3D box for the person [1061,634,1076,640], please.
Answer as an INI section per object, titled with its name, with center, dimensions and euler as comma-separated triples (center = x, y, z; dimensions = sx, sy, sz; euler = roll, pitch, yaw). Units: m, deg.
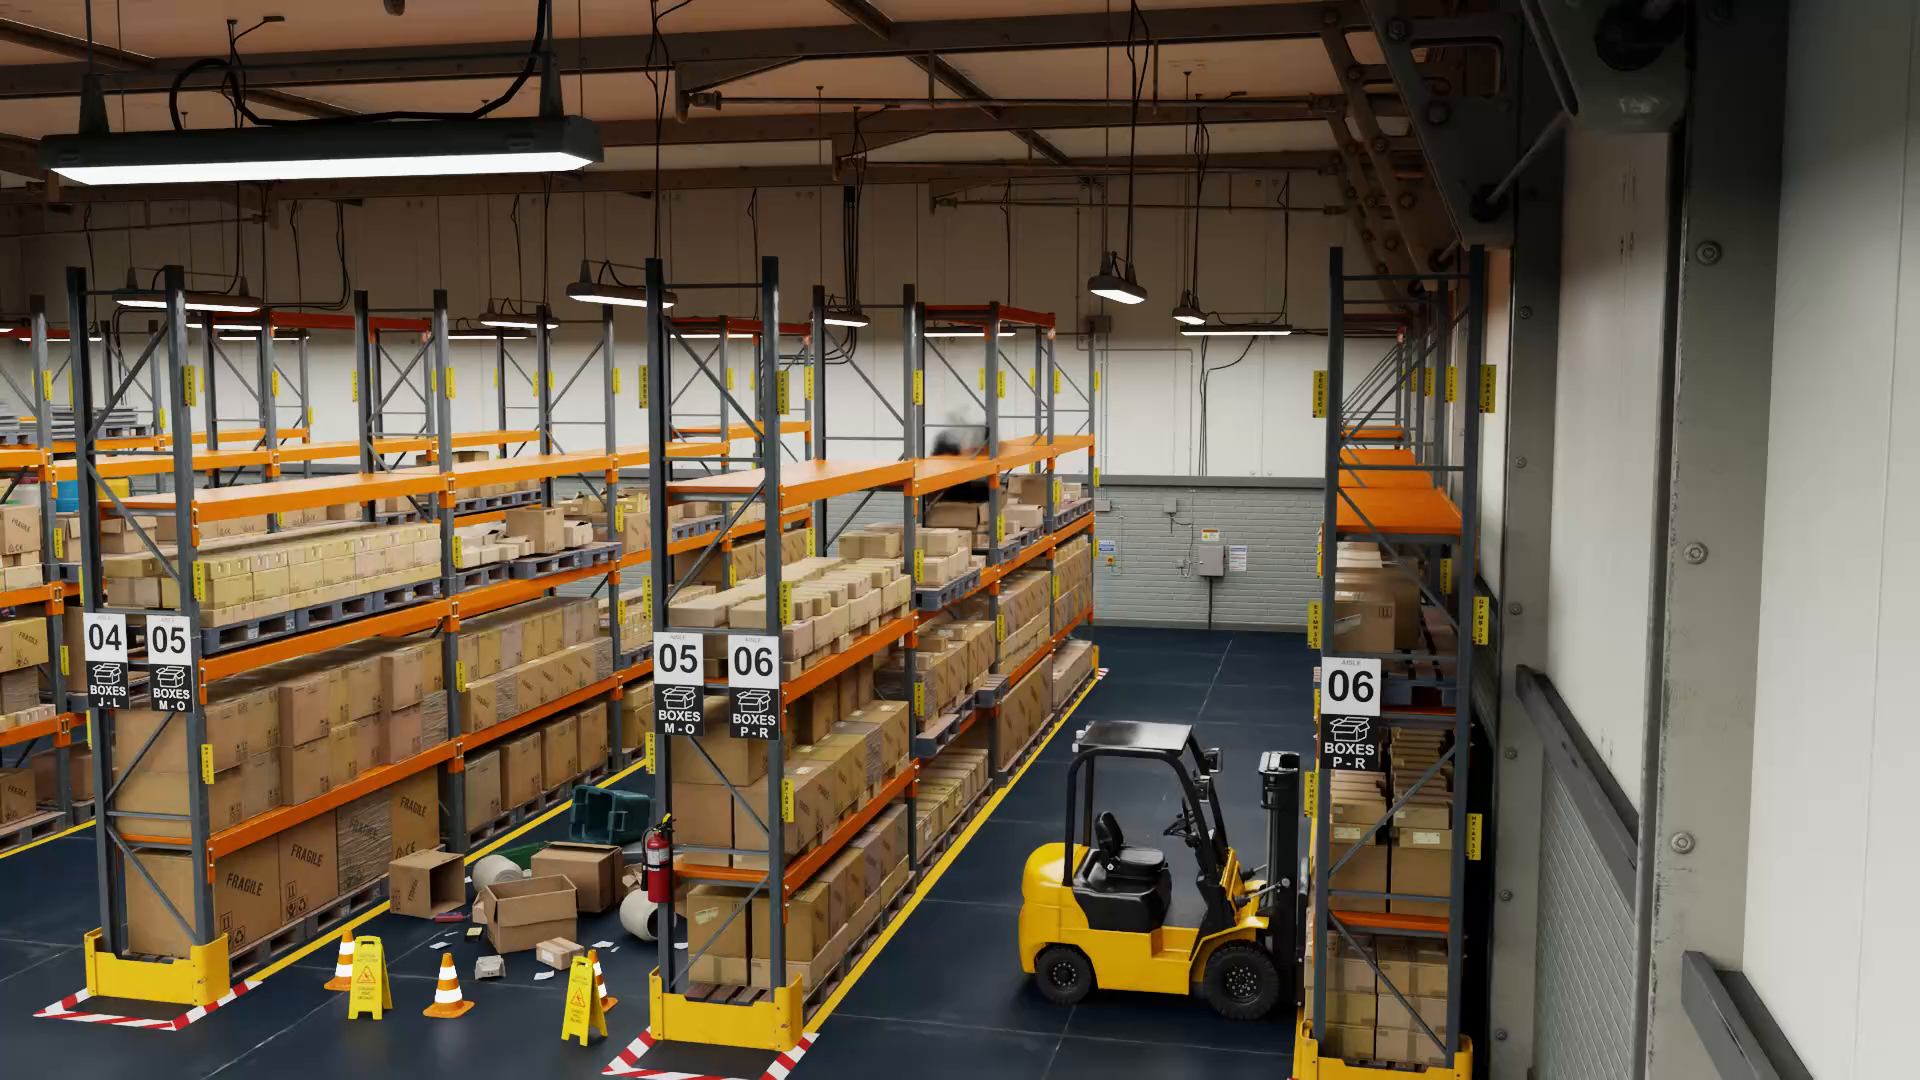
[person]
center = 1.810, 1.373, 29.618
dimensions = 0.507, 1.609, 0.665
euler = 4, 7, 34
